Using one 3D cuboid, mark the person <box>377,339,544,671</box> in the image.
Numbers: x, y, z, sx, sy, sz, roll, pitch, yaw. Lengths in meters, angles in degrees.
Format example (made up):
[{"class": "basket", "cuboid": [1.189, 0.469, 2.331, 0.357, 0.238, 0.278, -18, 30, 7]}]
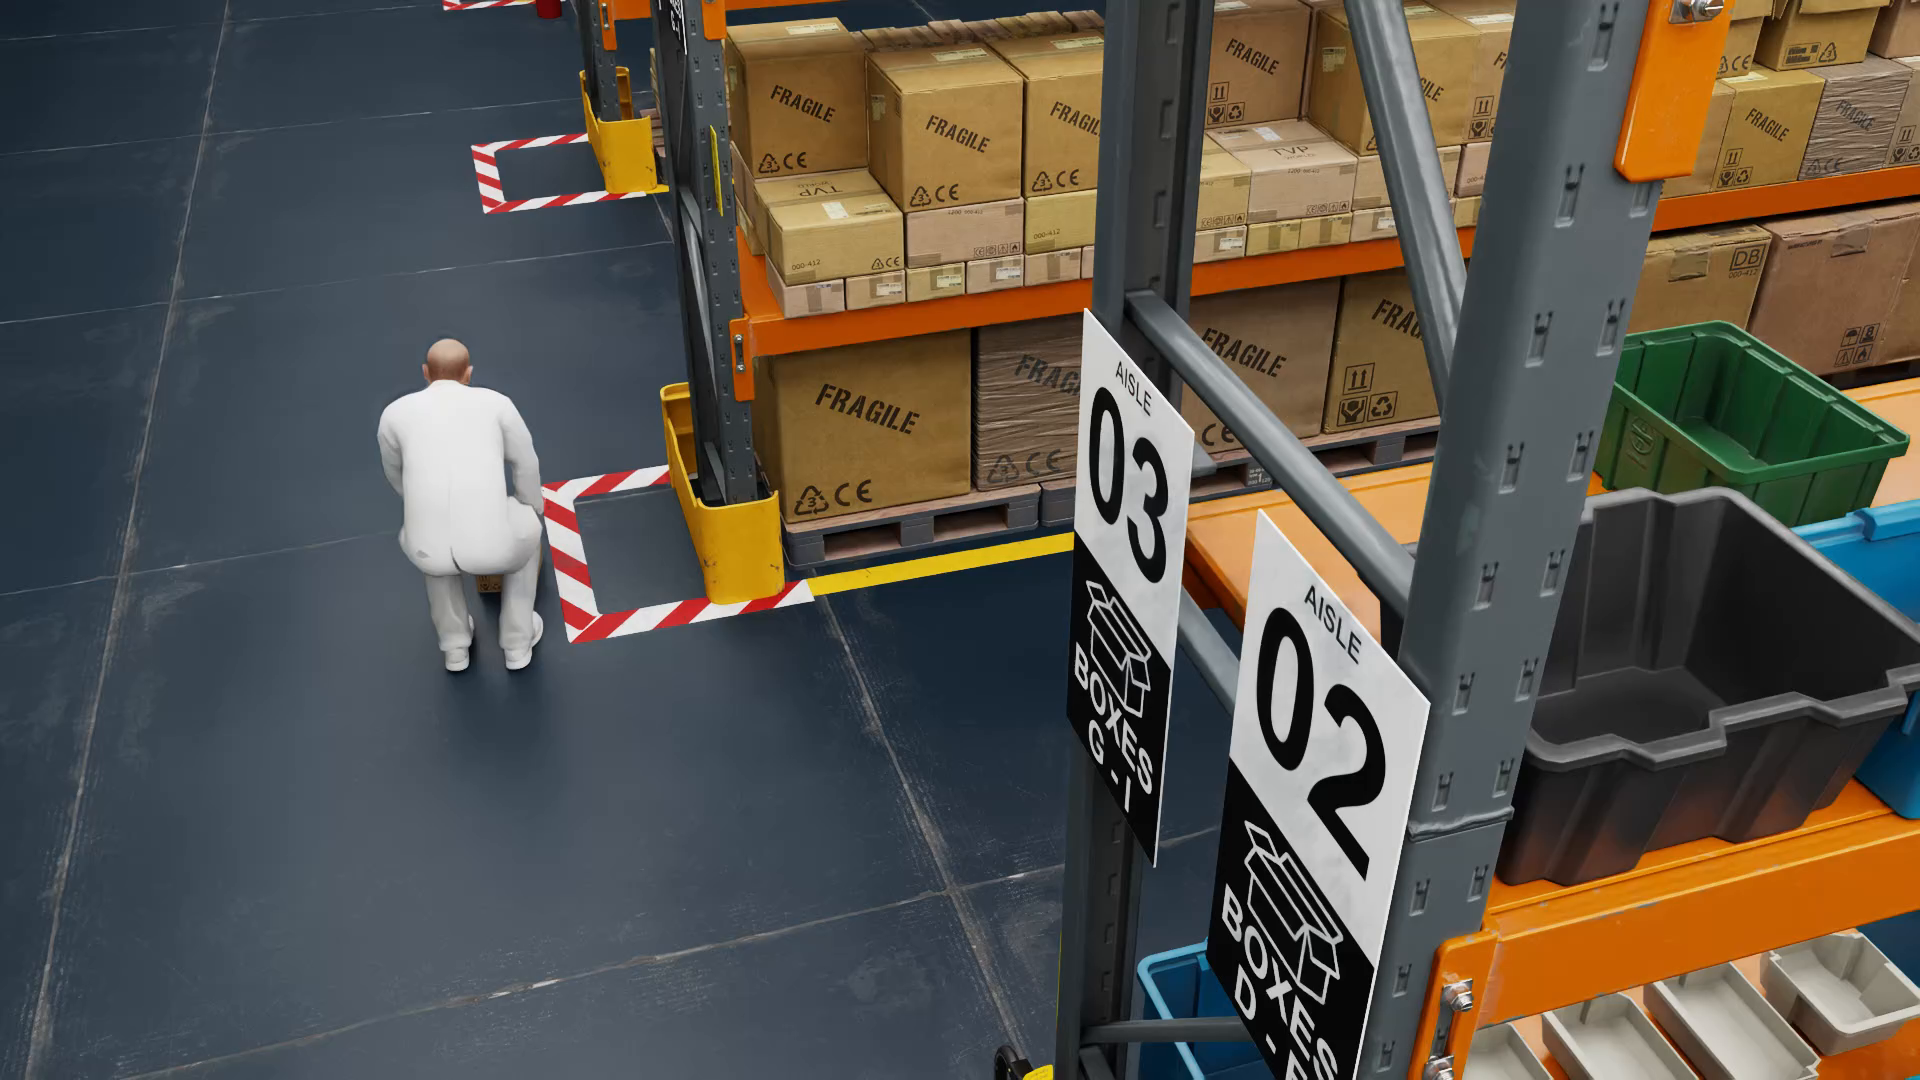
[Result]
[{"class": "person", "cuboid": [-2.028, -0.110, 6.783, 0.632, 1.271, 0.793, -2, 34, -3]}]
